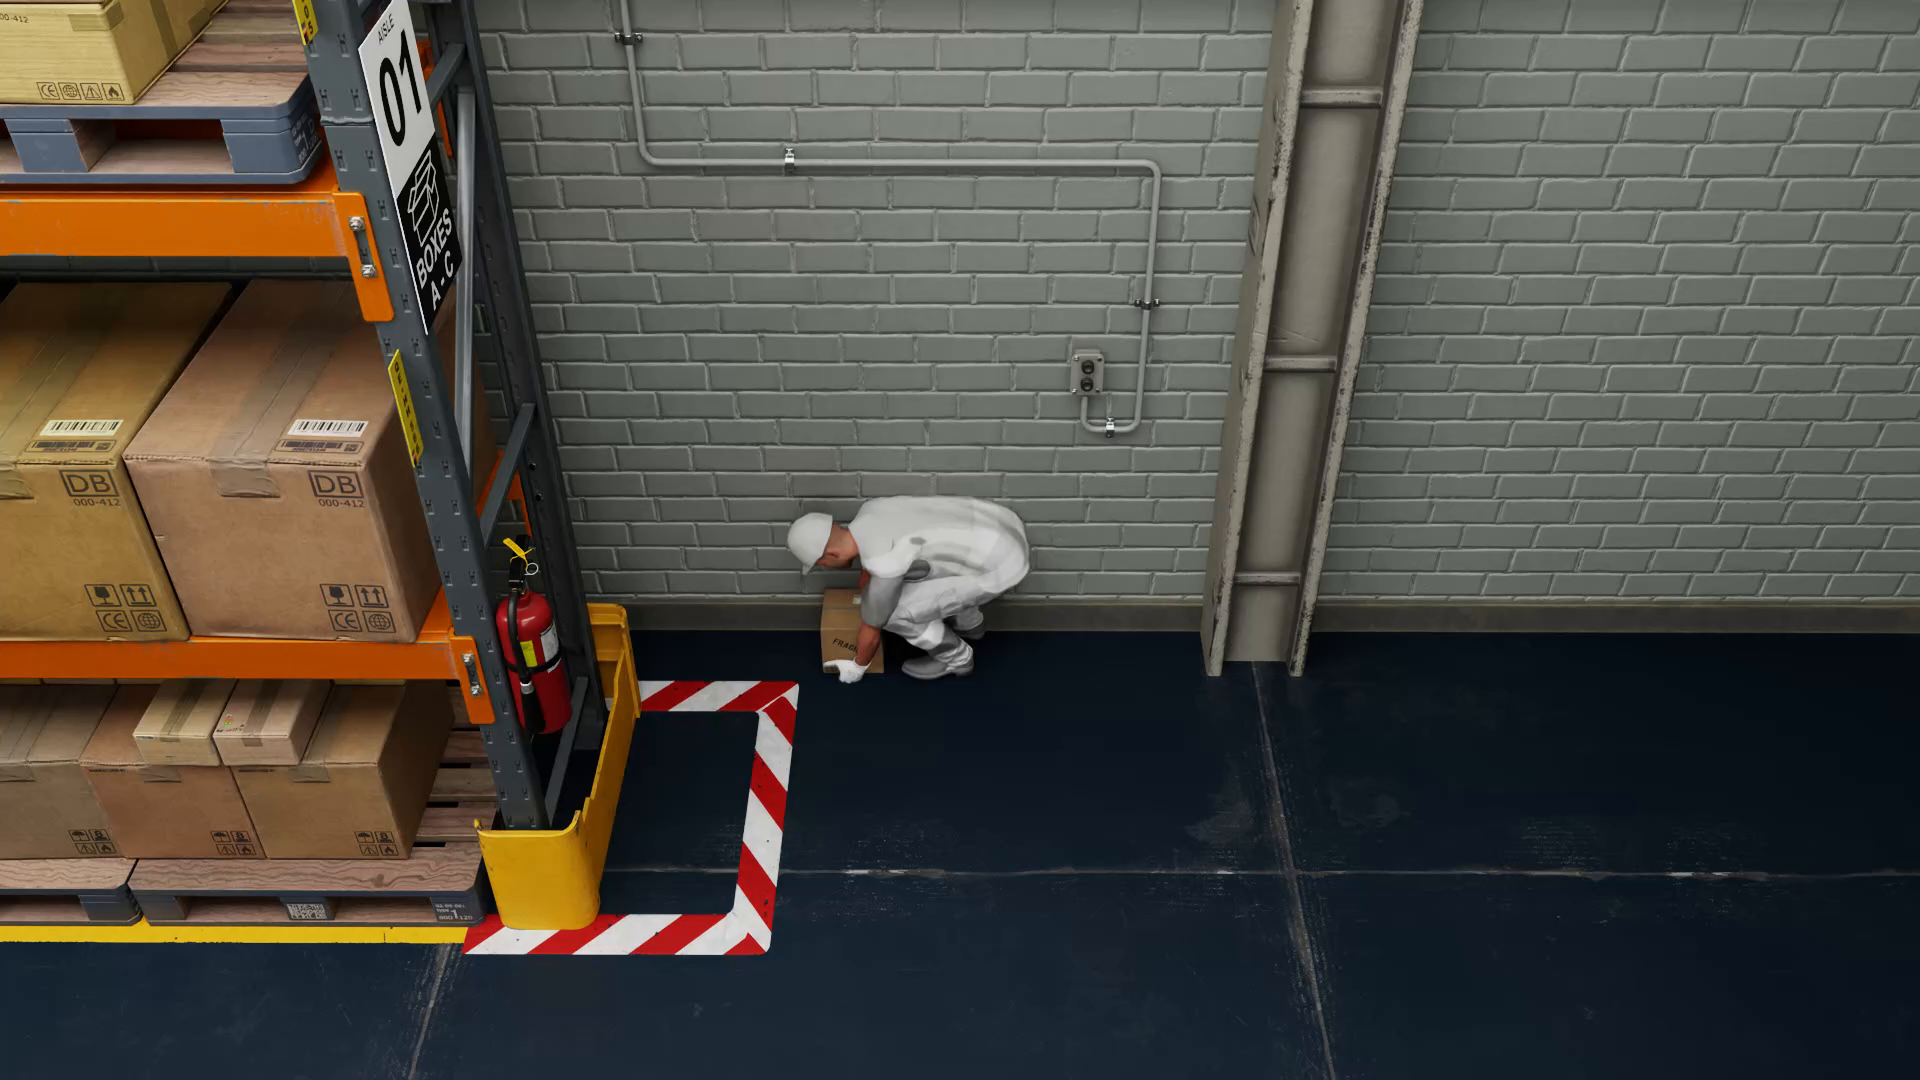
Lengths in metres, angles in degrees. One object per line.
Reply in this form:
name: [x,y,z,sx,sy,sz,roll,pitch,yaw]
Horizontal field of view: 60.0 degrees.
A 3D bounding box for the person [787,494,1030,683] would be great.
person: [-0.199,0.185,6.727,0.956,0.805,0.529,0,39,-1]
